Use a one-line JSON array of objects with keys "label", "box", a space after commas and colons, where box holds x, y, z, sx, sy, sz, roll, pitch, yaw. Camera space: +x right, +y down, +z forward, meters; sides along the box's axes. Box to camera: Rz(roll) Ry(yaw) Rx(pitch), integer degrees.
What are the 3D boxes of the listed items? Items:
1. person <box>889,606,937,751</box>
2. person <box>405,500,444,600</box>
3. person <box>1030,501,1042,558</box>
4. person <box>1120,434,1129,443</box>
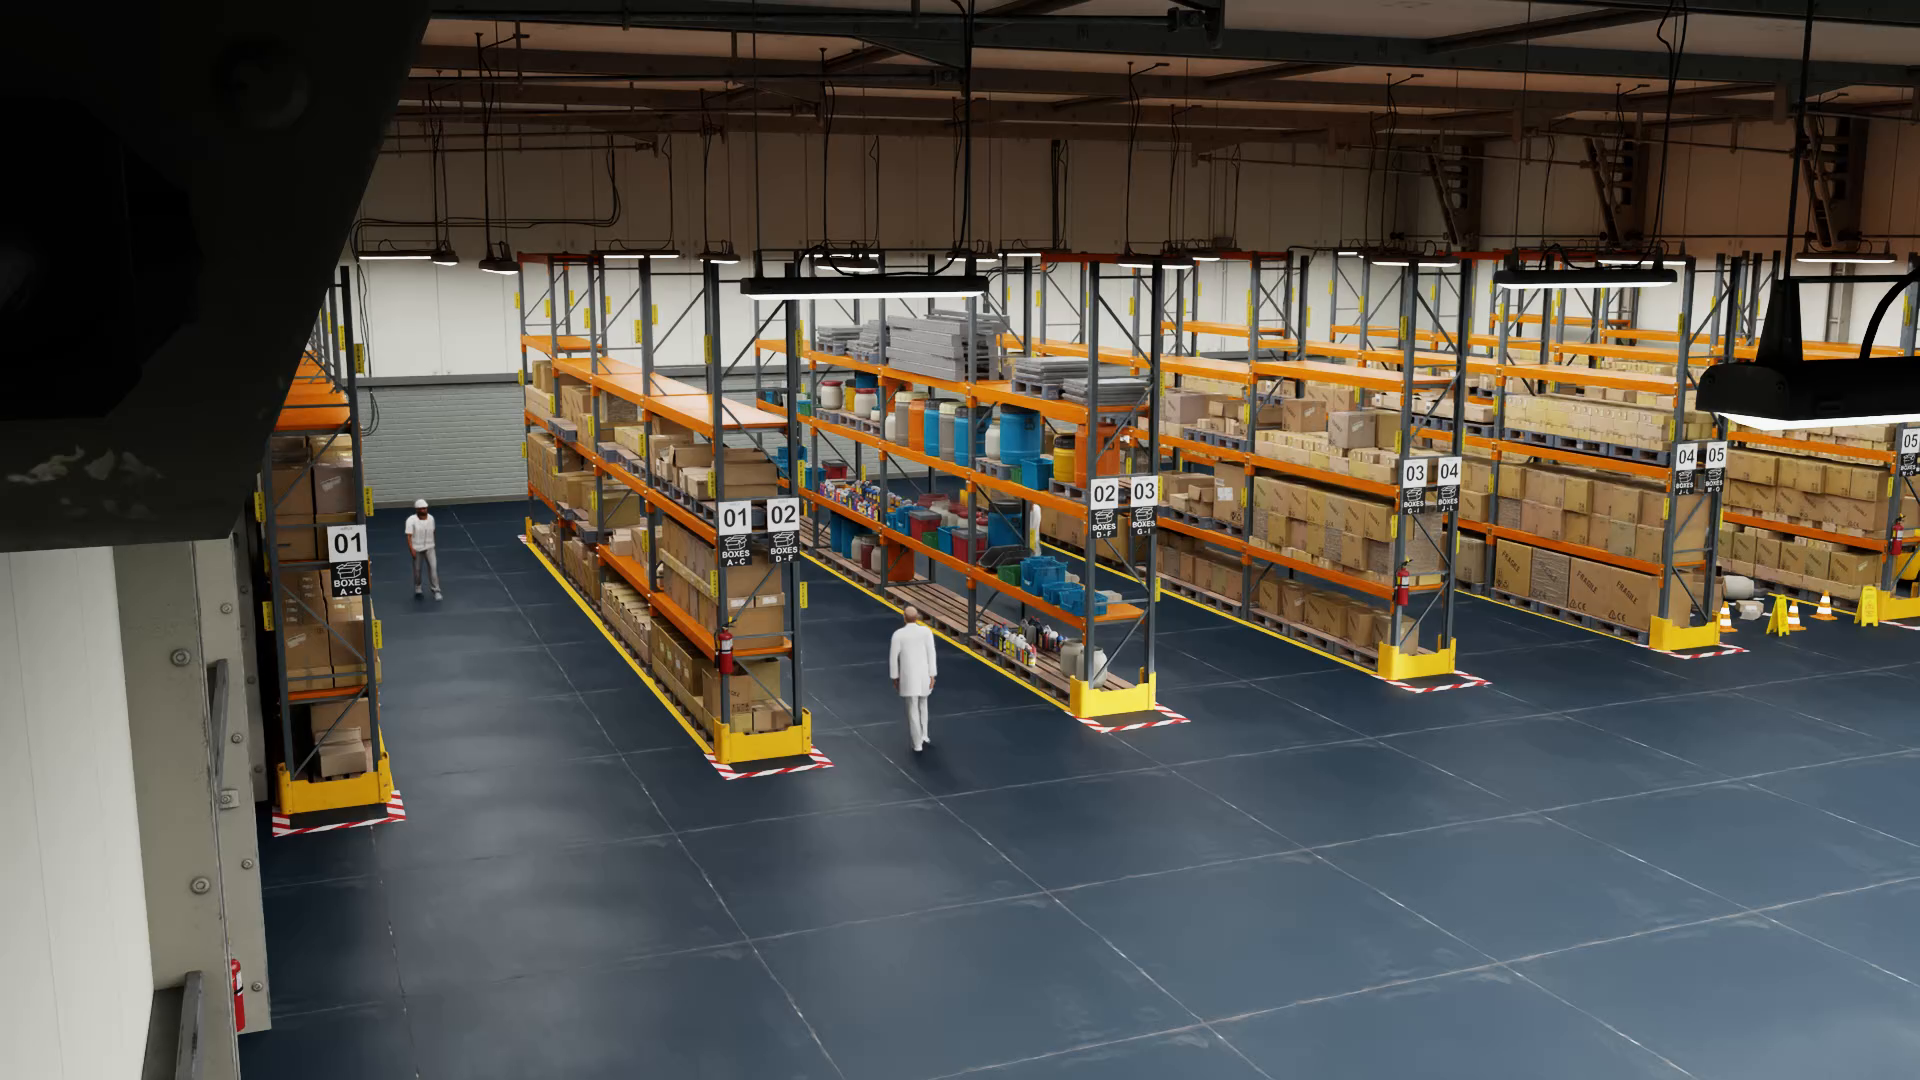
[{"label": "person", "box": [-0.561, 1.747, 20.701, 0.580, 1.832, 0.663, -4, 11, -22]}, {"label": "person", "box": [-9.469, 0.153, 29.301, 0.551, 1.740, 0.931, -6, 12, -31]}, {"label": "person", "box": [1.169, 0.055, 28.311, 0.578, 1.847, 0.685, -4, 11, -22]}, {"label": "person", "box": [4.023, -2.000, 41.122, 0.996, 1.728, 0.520, -4, 11, -22]}]
